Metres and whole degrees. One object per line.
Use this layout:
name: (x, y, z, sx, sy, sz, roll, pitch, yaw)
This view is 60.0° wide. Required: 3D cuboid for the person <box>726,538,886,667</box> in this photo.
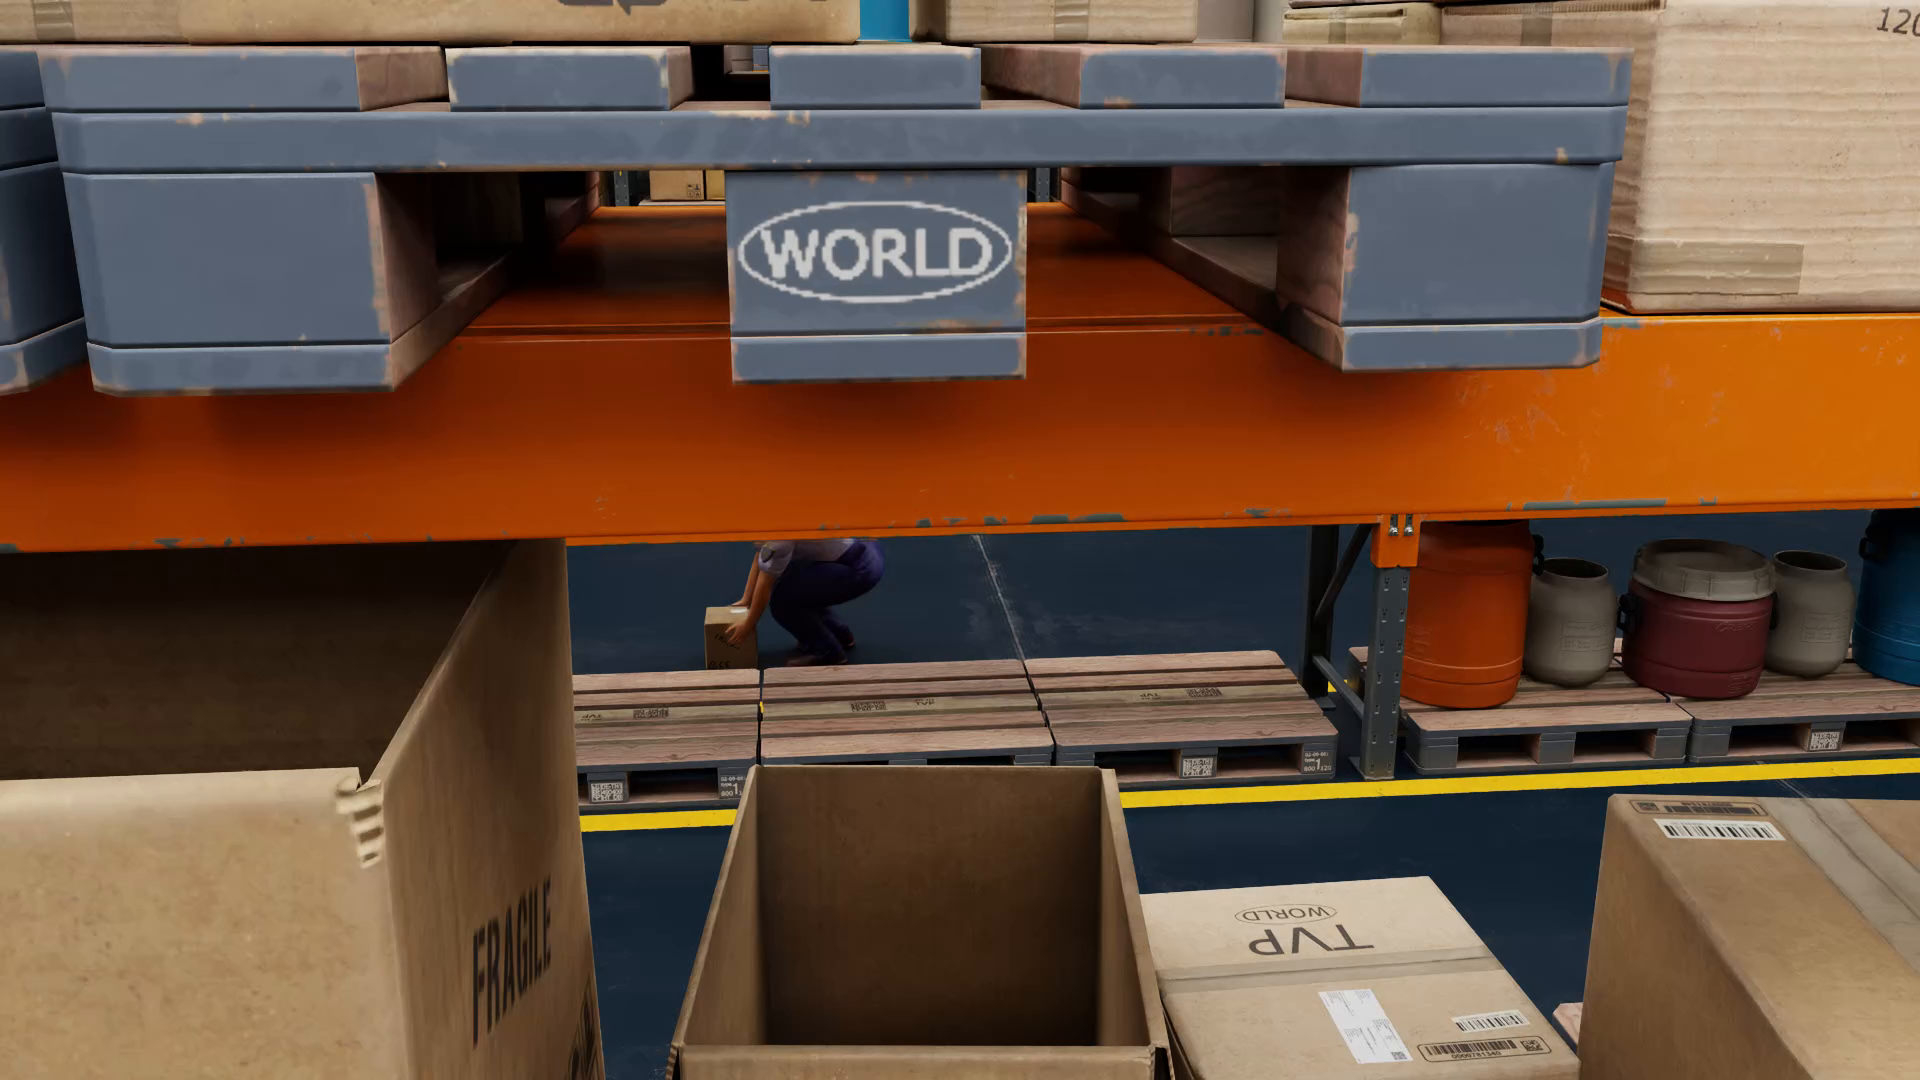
person: (-0.777, 0.161, 8.269, 0.820, 0.940, 0.525, -2, 17, -6)
